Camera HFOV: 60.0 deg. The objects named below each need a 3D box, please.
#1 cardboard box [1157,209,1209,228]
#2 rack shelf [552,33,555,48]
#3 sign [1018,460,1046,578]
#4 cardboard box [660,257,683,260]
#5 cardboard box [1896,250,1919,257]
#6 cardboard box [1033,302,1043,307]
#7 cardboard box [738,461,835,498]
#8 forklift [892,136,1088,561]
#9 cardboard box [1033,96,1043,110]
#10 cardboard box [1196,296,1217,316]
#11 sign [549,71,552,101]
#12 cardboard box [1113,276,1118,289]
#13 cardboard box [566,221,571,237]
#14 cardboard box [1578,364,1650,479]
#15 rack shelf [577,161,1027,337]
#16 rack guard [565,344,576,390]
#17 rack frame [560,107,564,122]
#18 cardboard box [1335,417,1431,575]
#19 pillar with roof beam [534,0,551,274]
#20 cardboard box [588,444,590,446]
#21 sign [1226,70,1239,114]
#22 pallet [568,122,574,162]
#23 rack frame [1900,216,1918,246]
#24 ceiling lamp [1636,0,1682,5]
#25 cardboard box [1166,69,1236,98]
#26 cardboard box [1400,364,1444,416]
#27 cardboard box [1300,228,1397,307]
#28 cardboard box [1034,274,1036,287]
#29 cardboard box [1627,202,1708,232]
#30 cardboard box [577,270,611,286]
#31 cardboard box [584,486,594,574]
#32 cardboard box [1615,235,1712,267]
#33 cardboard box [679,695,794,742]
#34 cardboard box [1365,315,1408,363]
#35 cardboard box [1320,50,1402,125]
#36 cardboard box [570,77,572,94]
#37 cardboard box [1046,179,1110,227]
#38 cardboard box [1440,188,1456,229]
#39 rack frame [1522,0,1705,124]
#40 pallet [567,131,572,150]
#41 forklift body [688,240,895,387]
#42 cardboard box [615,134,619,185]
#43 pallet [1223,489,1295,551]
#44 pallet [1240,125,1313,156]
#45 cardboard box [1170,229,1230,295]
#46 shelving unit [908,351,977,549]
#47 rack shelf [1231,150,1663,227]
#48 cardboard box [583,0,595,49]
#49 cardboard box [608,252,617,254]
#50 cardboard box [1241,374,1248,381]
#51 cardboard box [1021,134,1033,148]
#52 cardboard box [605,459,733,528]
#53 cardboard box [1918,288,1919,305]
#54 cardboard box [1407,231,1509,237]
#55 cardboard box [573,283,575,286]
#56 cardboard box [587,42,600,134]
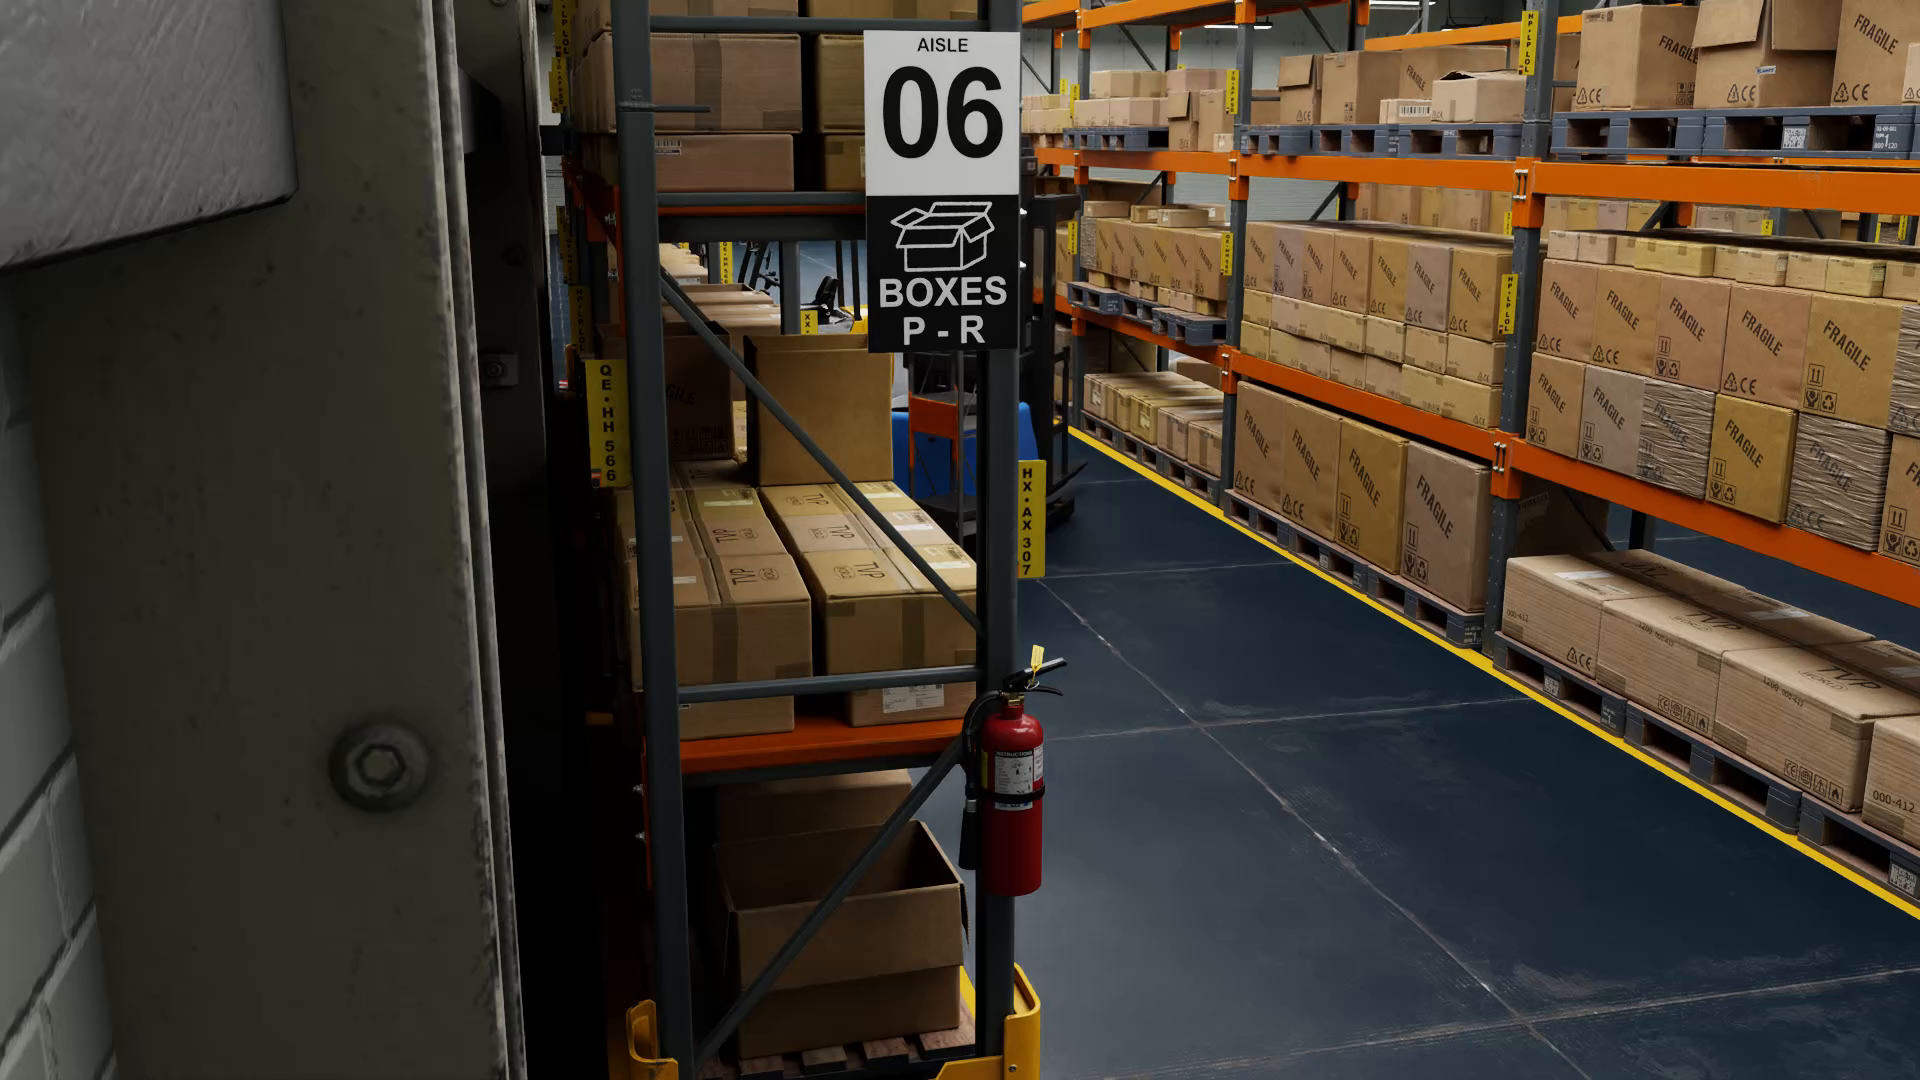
[{"bbox_3d":[1.942,-2.801,14.484,0.380,0.149,0.250,-4,14,-16],"label":"cardboard box"},{"bbox_3d":[-3.632,-5.205,17.128,1.077,0.370,4.000,-3,14,-13],"label":"rack shelf"},{"bbox_3d":[0.183,-0.055,4.509,0.100,0.325,0.005,-3,14,-13],"label":"sign"},{"bbox_3d":[-2.480,-2.255,13.761,0.380,0.149,0.250,-3,14,-13],"label":"cardboard box"},{"bbox_3d":[4.342,-1.189,7.289,0.380,0.149,0.250,-4,14,-15],"label":"cardboard box"},{"bbox_3d":[1.164,-2.635,20.222,0.500,0.500,0.500,-3,14,-13],"label":"cardboard box"},{"bbox_3d":[-0.571,-0.146,6.392,0.500,0.250,0.500,-4,14,-15],"label":"cardboard box"},{"bbox_3d":[0.264,-1.574,12.695,1.130,2.935,3.031,5,15,19],"label":"forklift"},{"bbox_3d":[1.005,-4.729,17.993,0.380,0.149,0.250,-3,14,-13],"label":"cardboard box"},{"bbox_3d":[2.162,-1.930,13.650,0.380,0.149,0.250,-3,14,-12],"label":"cardboard box"},{"bbox_3d":[-4.643,-5.186,19.006,0.100,0.325,0.005,-3,14,-13],"label":"sign"},{"bbox_3d":[1.675,-2.468,15.853,0.380,0.149,0.250,-2,14,-10],"label":"cardboard box"},{"bbox_3d":[-3.745,-3.112,16.642,0.380,0.149,0.250,-4,14,-14],"label":"cardboard box"},{"bbox_3d":[3.510,-0.614,8.410,0.500,0.500,0.500,-3,14,-13],"label":"cardboard box"},{"bbox_3d":[-0.814,-1.174,6.106,1.077,0.370,4.000,-3,14,-13],"label":"rack shelf"},{"bbox_3d":[-4.108,-2.087,19.915,1.175,0.500,0.348,-3,14,-13],"label":"rack guard"},{"bbox_3d":[-4.102,-6.210,18.884,1.000,3.000,0.127,-3,14,-13],"label":"rack frame"},{"bbox_3d":[3.097,-0.323,11.021,0.875,0.875,0.875,-3,14,-12],"label":"cardboard box"},{"bbox_3d":[-4.857,-10.391,36.000,9.100,9.000,0.400,-3,14,-13],"label":"pillar with roof beam"},{"bbox_3d":[-2.404,-0.617,11.648,0.380,0.149,0.250,-3,14,-10],"label":"cardboard box"},{"bbox_3d":[2.073,-3.406,12.639,0.100,0.325,0.005,-3,14,-13],"label":"sign"},{"bbox_3d":[-1.615,-2.287,9.541,1.213,0.211,1.003,-3,14,-13],"label":"pallet"},{"bbox_3d":[11.294,-3.203,19.216,1.000,3.000,0.127,-3,14,-13],"label":"rack frame"},{"bbox_3d":[16.984,-14.242,39.460,2.000,3.185,0.800,-3,14,-13],"label":"ceiling lamp"},{"bbox_3d":[2.182,-4.121,15.031,0.500,0.250,0.500,-3,14,-12],"label":"cardboard box"},{"bbox_3d":[3.071,-0.939,10.266,0.500,0.250,0.500,-3,14,-14],"label":"cardboard box"},{"bbox_3d":[2.711,-1.900,11.567,0.500,0.500,0.500,-3,14,-12],"label":"cardboard box"},{"bbox_3d":[1.017,-2.880,18.426,0.380,0.149,0.250,-4,14,-14],"label":"cardboard box"},{"bbox_3d":[6.930,-3.018,16.142,0.700,0.500,0.500,-3,14,-14],"label":"cardboard box"},{"bbox_3d":[-2.666,-1.932,12.436,0.380,0.149,0.250,-3,14,-12],"label":"cardboard box"},{"bbox_3d":[-2.177,-0.091,10.860,0.500,0.500,0.500,-3,14,-10],"label":"cardboard box"},{"bbox_3d":[3.539,-1.452,8.366,0.380,0.149,0.250,-3,14,-14],"label":"cardboard box"},{"bbox_3d":[-0.683,0.456,4.769,0.380,0.149,0.250,-3,14,-14],"label":"cardboard box"},{"bbox_3d":[2.948,-1.297,10.678,0.500,0.250,0.500,-3,14,-12],"label":"cardboard box"},{"bbox_3d":[3.018,-3.219,11.869,0.700,0.500,0.500,-4,14,-16],"label":"cardboard box"},{"bbox_3d":[-2.374,-3.012,10.964,0.380,0.149,0.250,-3,14,-13],"label":"cardboard box"},{"bbox_3d":[1.368,-3.794,18.693,0.700,0.500,0.500,-3,14,-14],"label":"cardboard box"},{"bbox_3d":[6.161,-3.887,19.424,0.875,0.550,0.550,-3,14,-13],"label":"cardboard box"},{"bbox_3d":[3.540,-3.719,8.689,1.000,3.000,0.127,-3,14,-13],"label":"rack frame"},{"bbox_3d":[-2.735,-3.225,13.384,1.003,0.211,1.213,-3,14,-11],"label":"pallet"},{"bbox_3d":[-1.883,-2.547,18.322,2.313,2.155,1.214,-3,14,-13],"label":"forklift body"},{"bbox_3d":[-0.766,-1.058,4.646,0.380,0.149,0.250,-3,14,-12],"label":"cardboard box"},{"bbox_3d":[2.713,-0.187,12.747,1.003,0.211,1.213,-3,14,-13],"label":"pallet"},{"bbox_3d":[2.804,-2.947,12.248,1.213,0.211,1.003,-3,14,-11],"label":"pallet"},{"bbox_3d":[2.092,-2.333,13.932,0.500,0.500,0.500,-4,14,-14],"label":"cardboard box"},{"bbox_3d":[-0.024,-0.731,10.969,0.431,2.100,0.503,-13,19,-40],"label":"shelving unit"},{"bbox_3d":[3.071,-2.374,11.019,1.077,0.370,4.000,-3,14,-13],"label":"rack shelf"},{"bbox_3d":[-0.841,-1.583,4.902,0.500,0.250,0.500,-4,14,-15],"label":"cardboard box"},{"bbox_3d":[-3.105,-2.404,14.370,0.380,0.149,0.250,-3,14,-13],"label":"cardboard box"},{"bbox_3d":[3.595,-2.096,19.947,0.637,0.503,0.797,10,17,35],"label":"cardboard box"},{"bbox_3d":[0.893,-4.457,18.560,0.380,0.149,0.250,-4,14,-15],"label":"cardboard box"},{"bbox_3d":[-1.186,-0.235,6.758,0.500,0.250,0.500,-3,14,-12],"label":"cardboard box"},{"bbox_3d":[3.956,-0.975,6.415,0.380,0.149,0.250,-3,14,-12],"label":"cardboard box"},{"bbox_3d":[3.327,-1.807,11.186,0.500,0.500,0.500,-4,14,-14],"label":"cardboard box"},{"bbox_3d":[-2.835,-1.942,13.317,0.500,0.250,0.500,-3,14,-14],"label":"cardboard box"},{"bbox_3d":[-0.845,-1.338,4.953,0.500,0.250,0.500,-3,14,-13],"label":"cardboard box"}]
